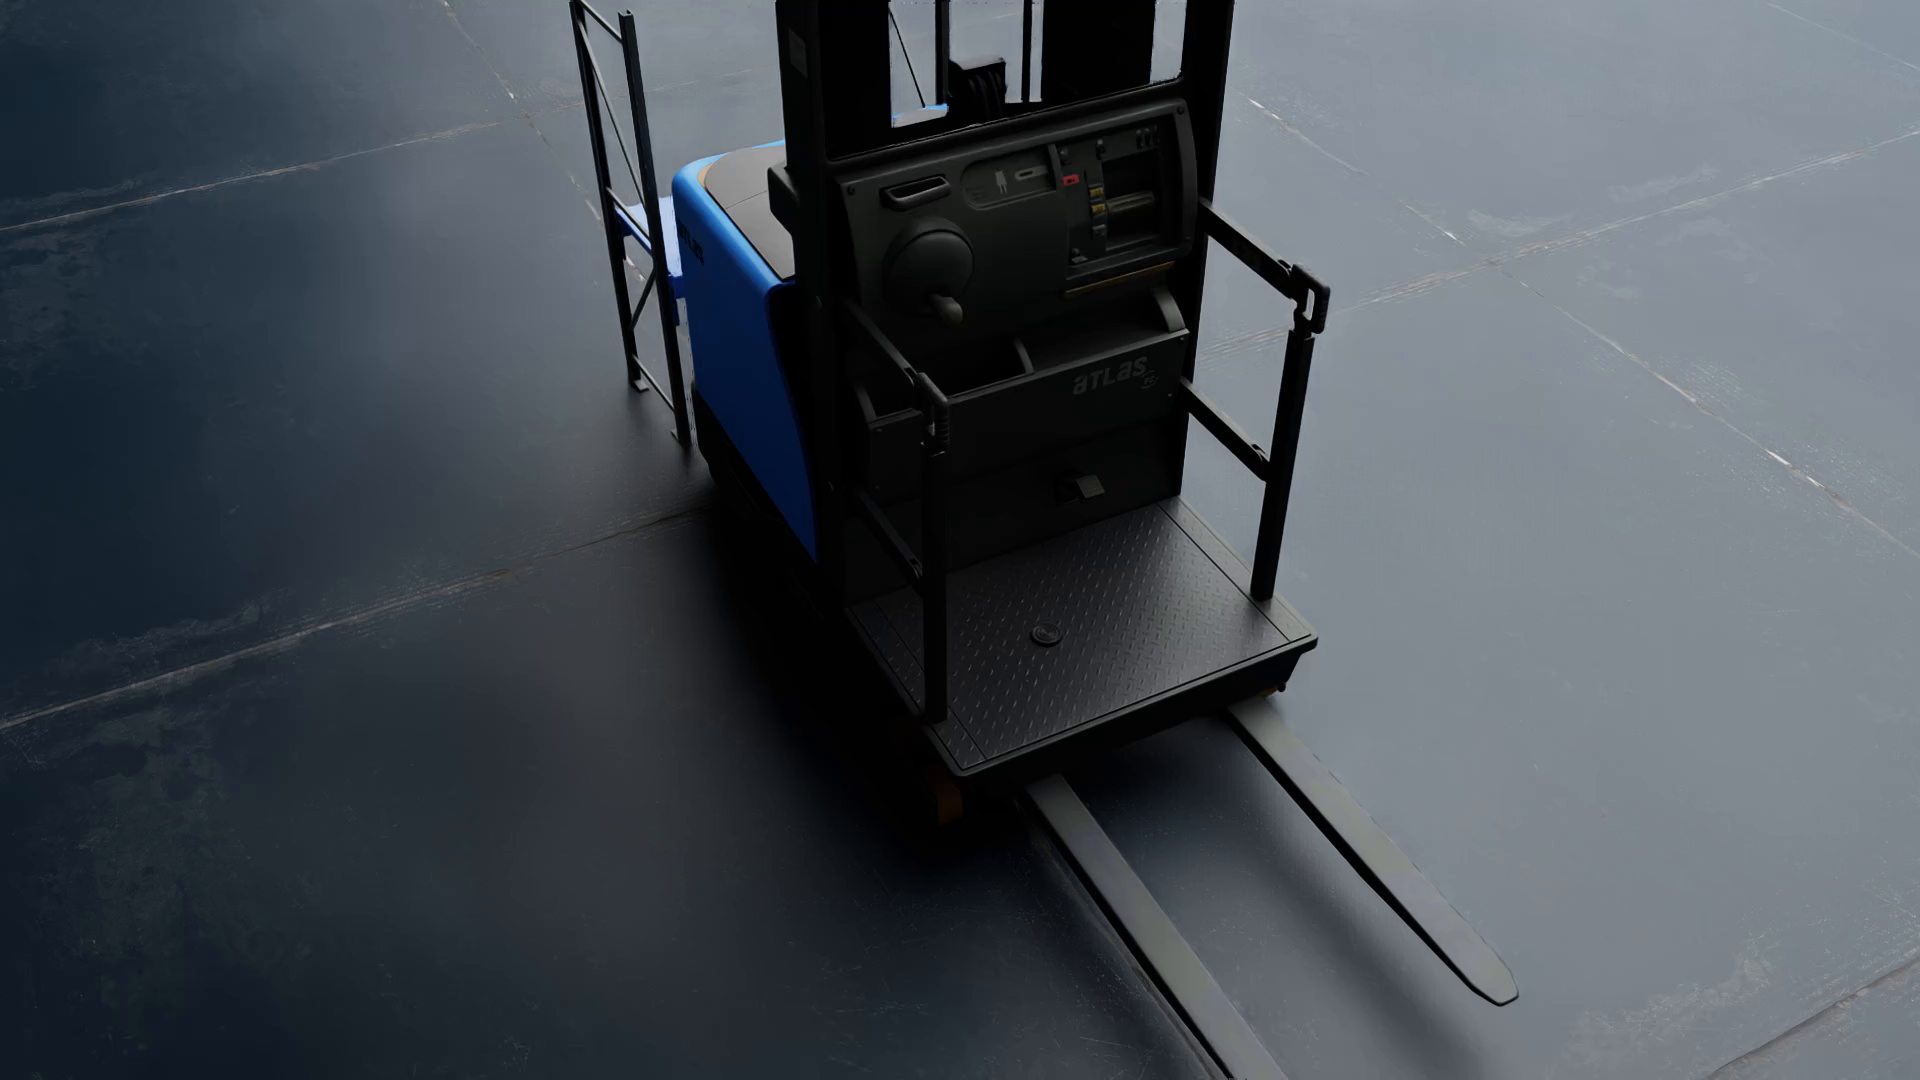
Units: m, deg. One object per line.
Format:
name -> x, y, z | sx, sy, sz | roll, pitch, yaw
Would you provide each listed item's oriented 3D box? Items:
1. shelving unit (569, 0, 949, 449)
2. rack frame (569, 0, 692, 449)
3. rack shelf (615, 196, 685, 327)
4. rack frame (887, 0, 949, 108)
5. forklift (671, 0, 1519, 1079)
shelving unit -> -0.609, -1.193, 5.494 | 1.048, 1.500, 0.538 | -21, 44, -23
rack frame -> -1.049, -1.028, 5.299 | 0.032, 1.500, 0.500 | -21, 44, -23
rack shelf -> -0.608, -1.055, 5.608 | 1.000, 0.185, 0.538 | -21, 44, -23
rack frame -> -0.170, -1.358, 5.689 | 0.032, 1.500, 0.500 | -21, 44, -23
forklift -> 0.257, -0.703, 3.811 | 1.130, 2.935, 3.031 | -18, 44, -21
